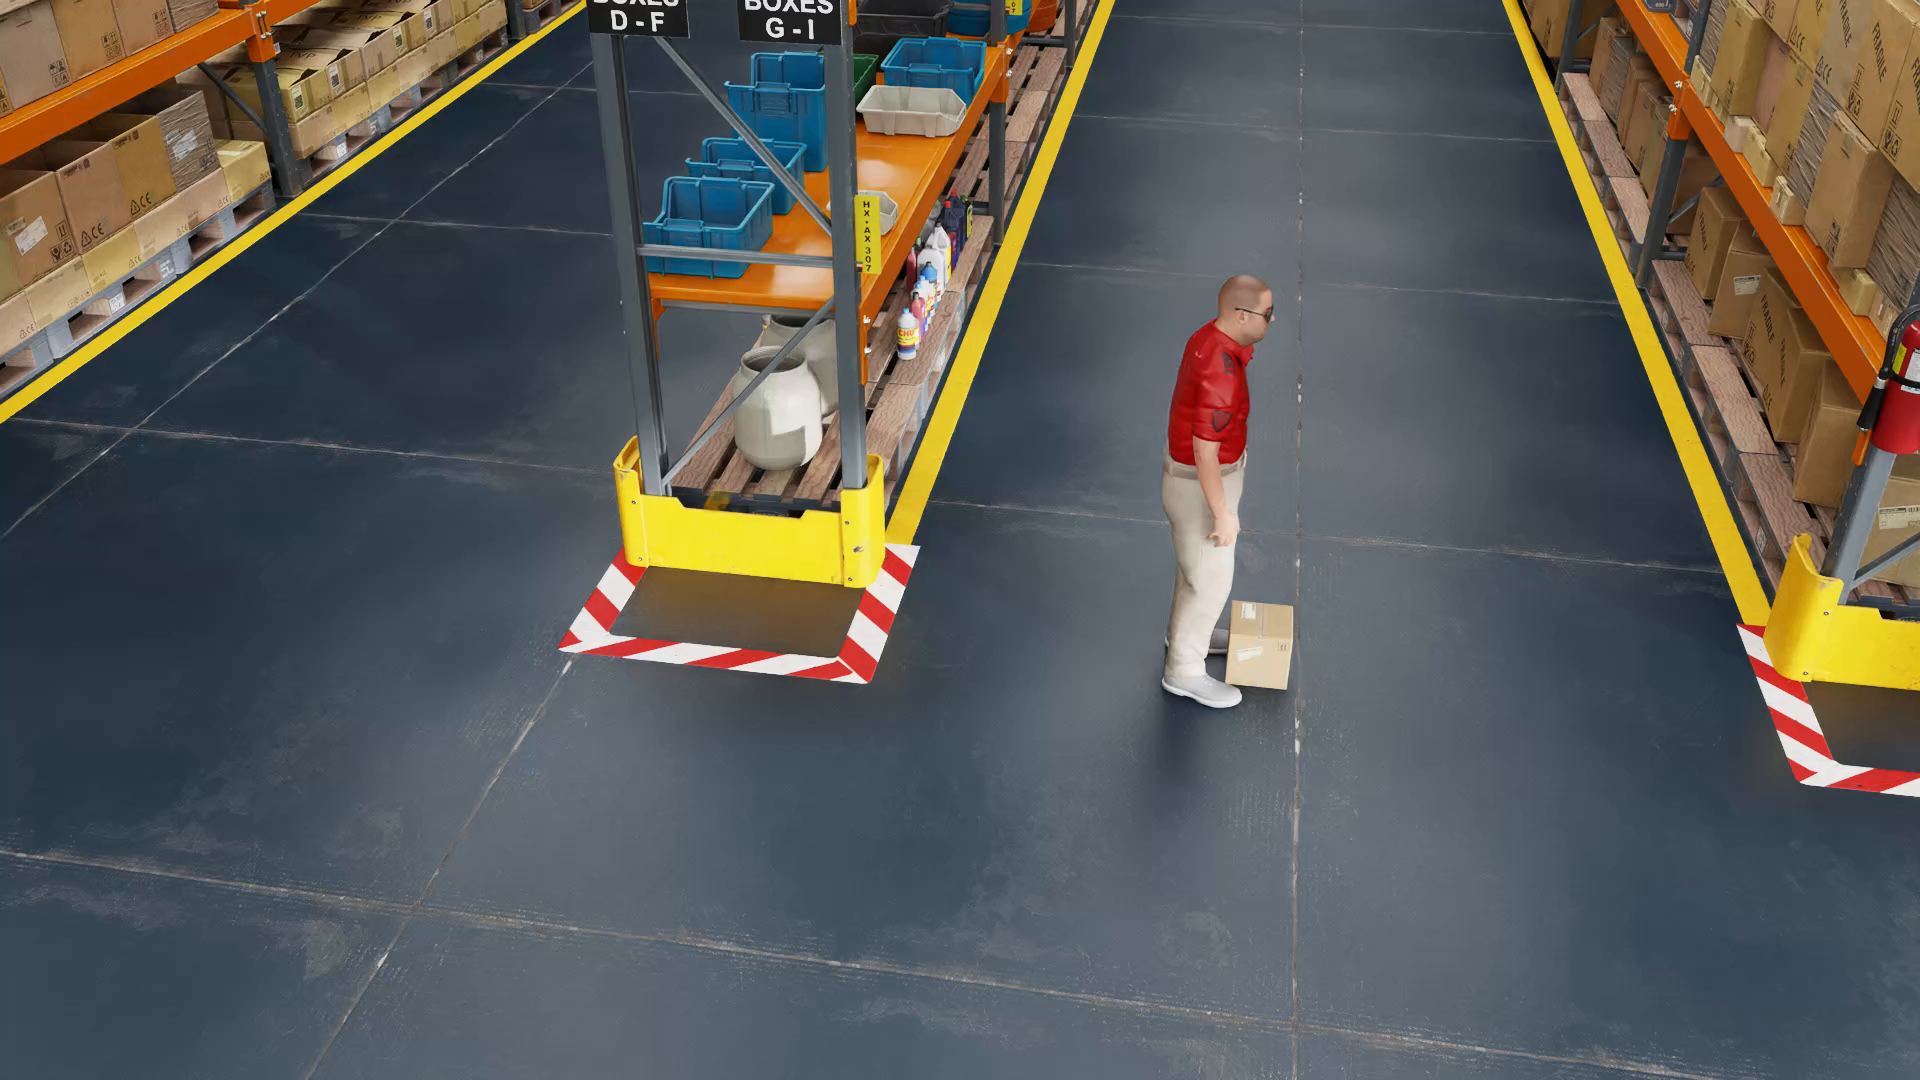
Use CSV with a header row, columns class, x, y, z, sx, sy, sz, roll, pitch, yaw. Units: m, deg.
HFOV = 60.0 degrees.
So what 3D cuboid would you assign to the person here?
class,x,y,z,sx,sy,sz,roll,pitch,yaw
person,0.985,-0.218,6.494,0.392,1.728,0.603,4,32,6
